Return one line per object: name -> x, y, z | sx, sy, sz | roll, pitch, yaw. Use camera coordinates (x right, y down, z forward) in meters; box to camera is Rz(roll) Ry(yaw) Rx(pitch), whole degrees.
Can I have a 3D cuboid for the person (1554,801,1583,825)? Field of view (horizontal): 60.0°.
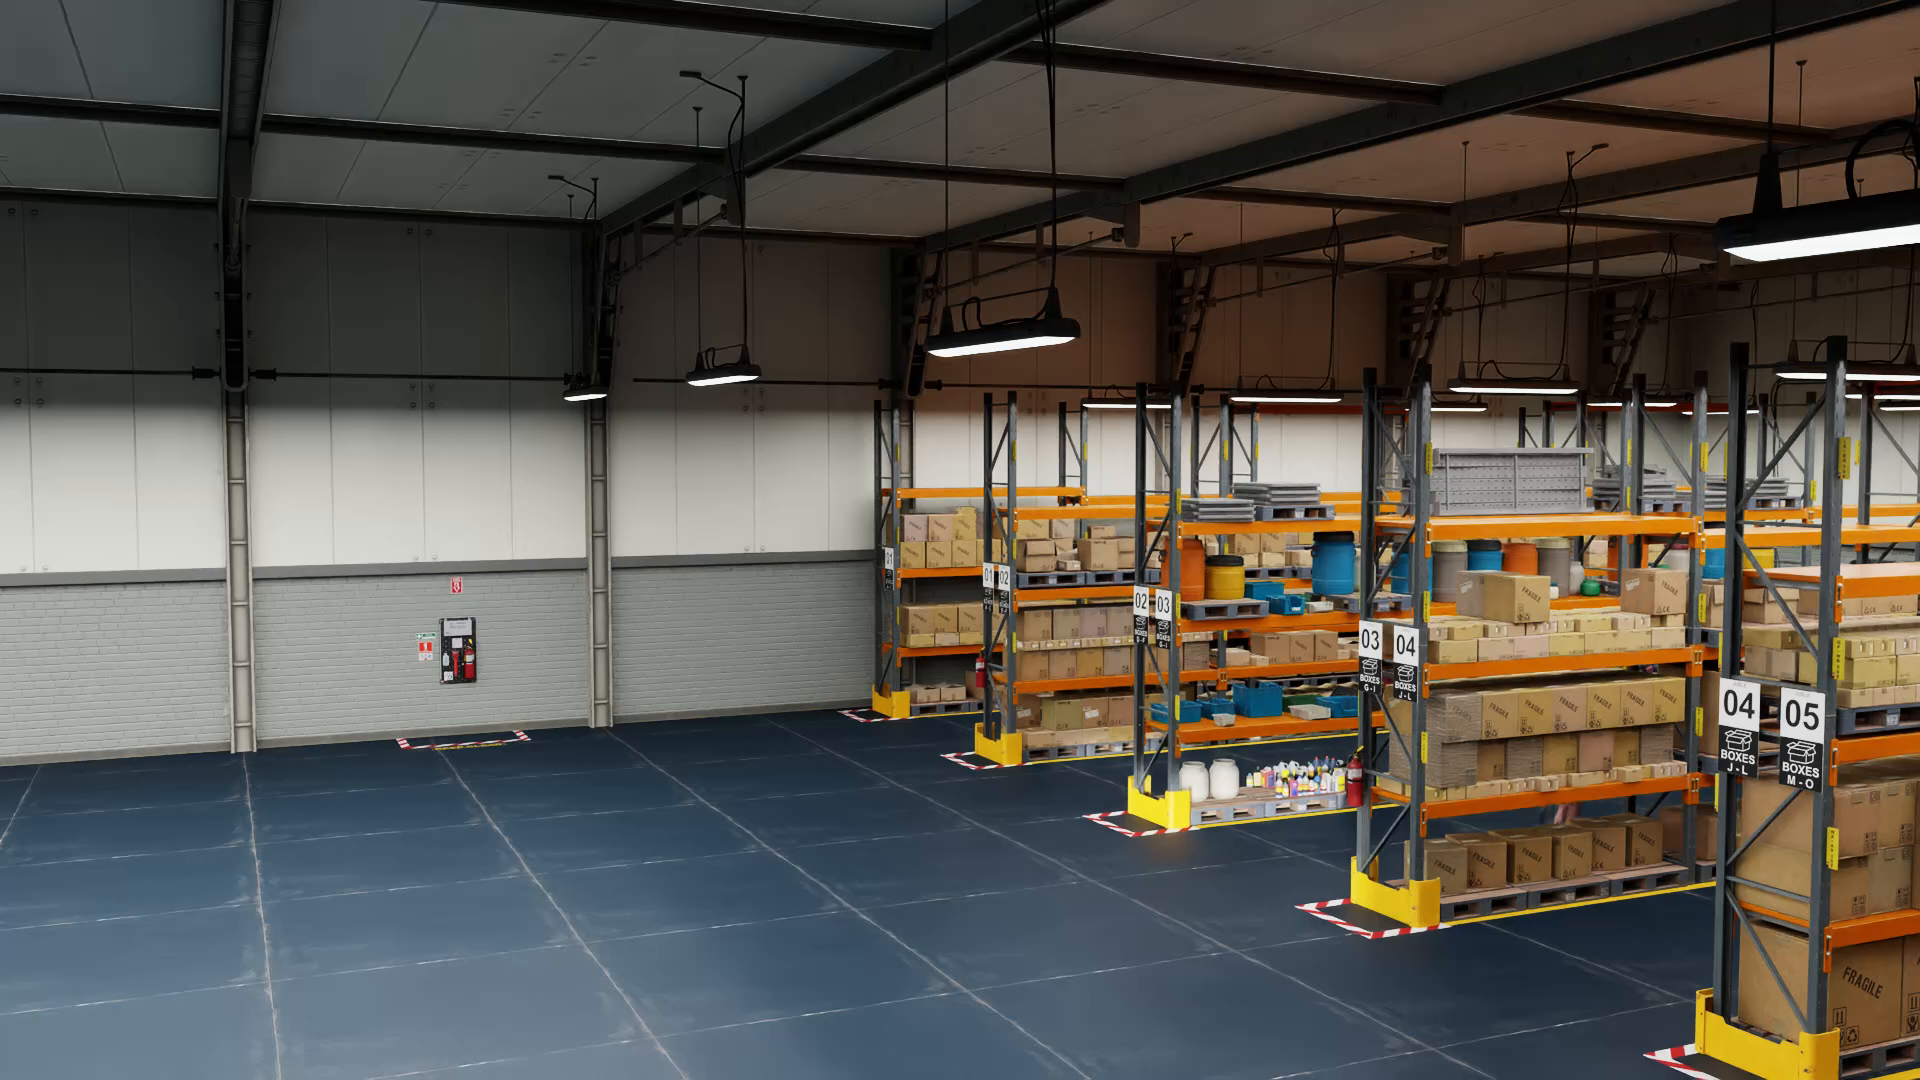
person -> 7.860, 3.077, 21.331 | 0.447, 1.636, 0.504 | -3, 5, -44
